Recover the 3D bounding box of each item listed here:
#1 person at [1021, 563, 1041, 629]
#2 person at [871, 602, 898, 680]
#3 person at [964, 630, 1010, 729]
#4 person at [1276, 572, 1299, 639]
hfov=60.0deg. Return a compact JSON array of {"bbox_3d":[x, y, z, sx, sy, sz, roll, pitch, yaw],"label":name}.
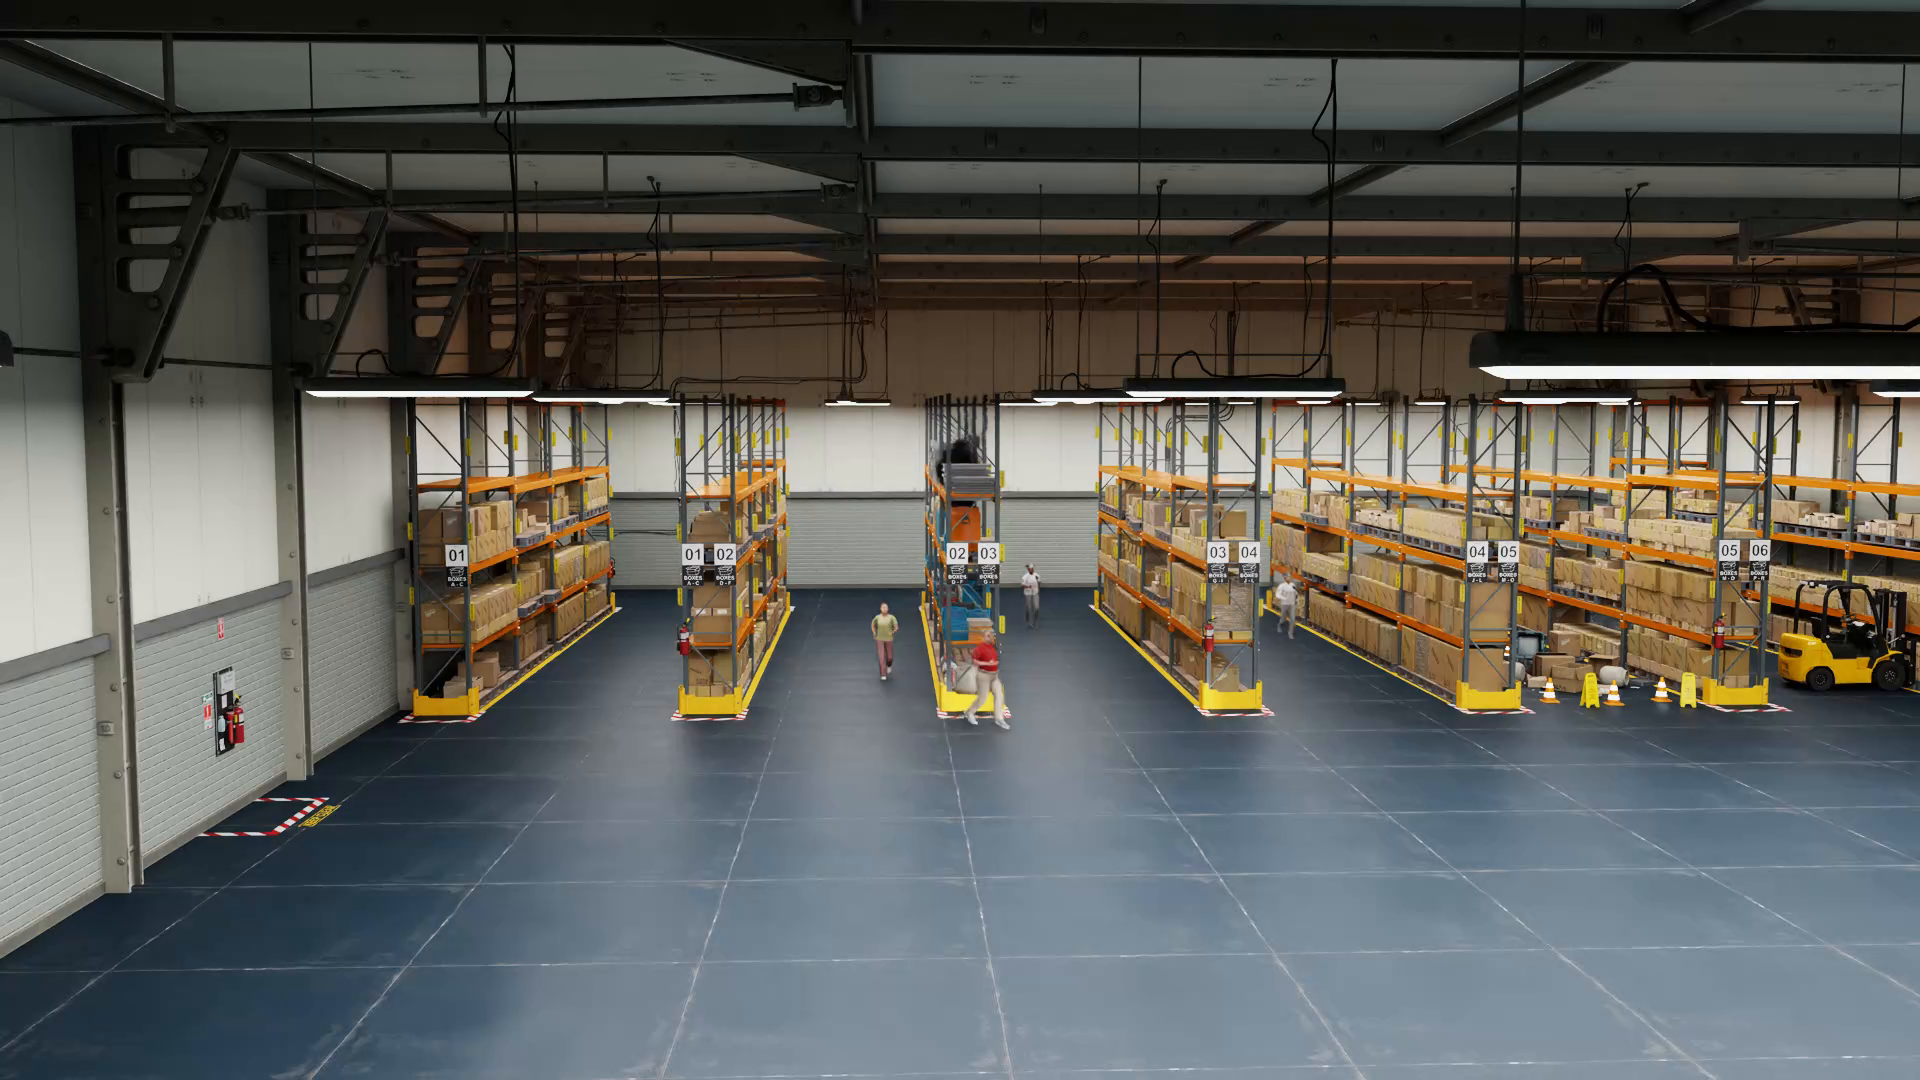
[{"bbox_3d":[1.866,1.466,43.358,0.554,1.751,0.746,-1,5,-8],"label":"person"},{"bbox_3d":[-1.603,2.126,35.207,0.586,1.628,0.752,0,5,0],"label":"person"},{"bbox_3d":[0.473,2.500,29.859,0.863,1.763,0.665,4,6,41],"label":"person"},{"bbox_3d":[8.178,1.615,41.478,0.626,1.663,0.774,-1,5,-8],"label":"person"}]
